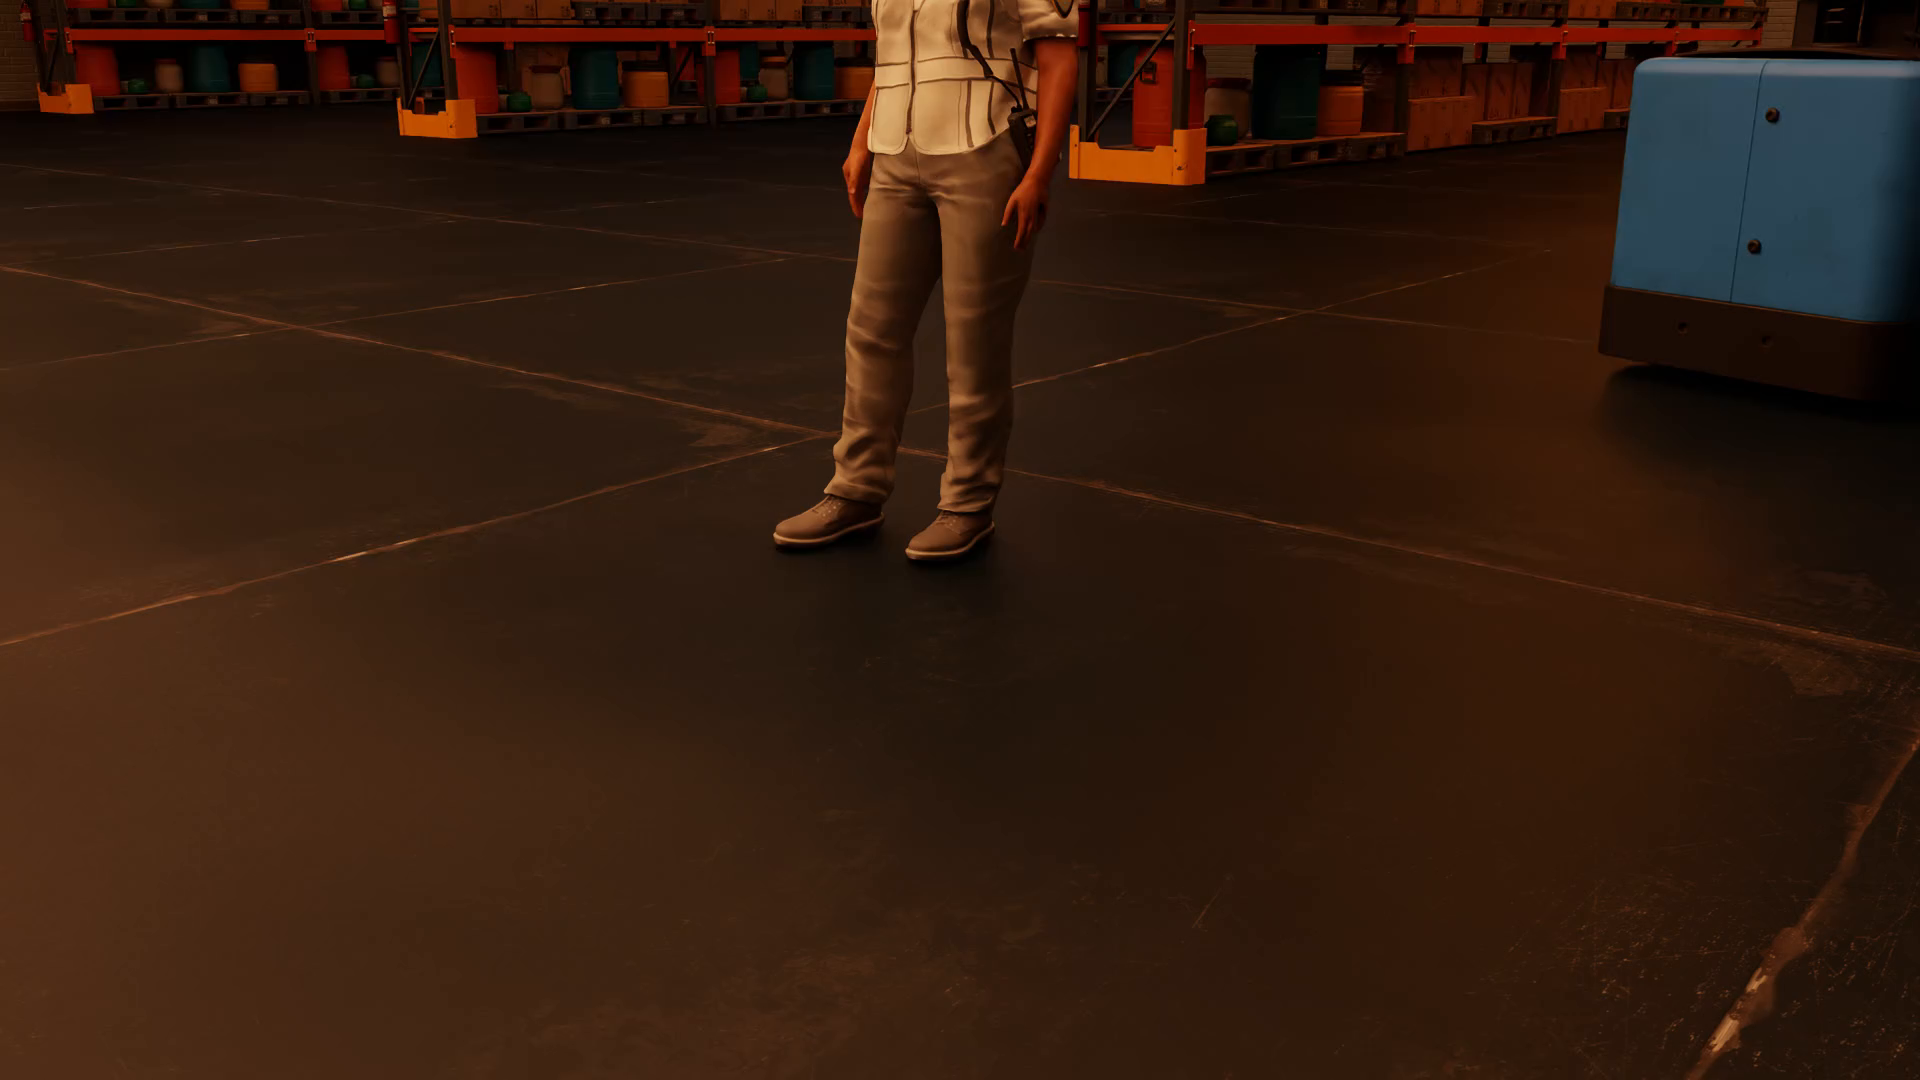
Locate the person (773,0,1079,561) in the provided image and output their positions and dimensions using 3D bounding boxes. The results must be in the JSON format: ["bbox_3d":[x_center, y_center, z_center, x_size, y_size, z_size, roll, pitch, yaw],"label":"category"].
[{"bbox_3d":[-0.066,-0.792,3.655,0.598,1.670,0.529,13,21,37],"label":"person"}]

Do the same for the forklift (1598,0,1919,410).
[{"bbox_3d":[3.777,-2.110,5.847,3.031,2.935,1.130,-10,20,-31],"label":"forklift"}]
